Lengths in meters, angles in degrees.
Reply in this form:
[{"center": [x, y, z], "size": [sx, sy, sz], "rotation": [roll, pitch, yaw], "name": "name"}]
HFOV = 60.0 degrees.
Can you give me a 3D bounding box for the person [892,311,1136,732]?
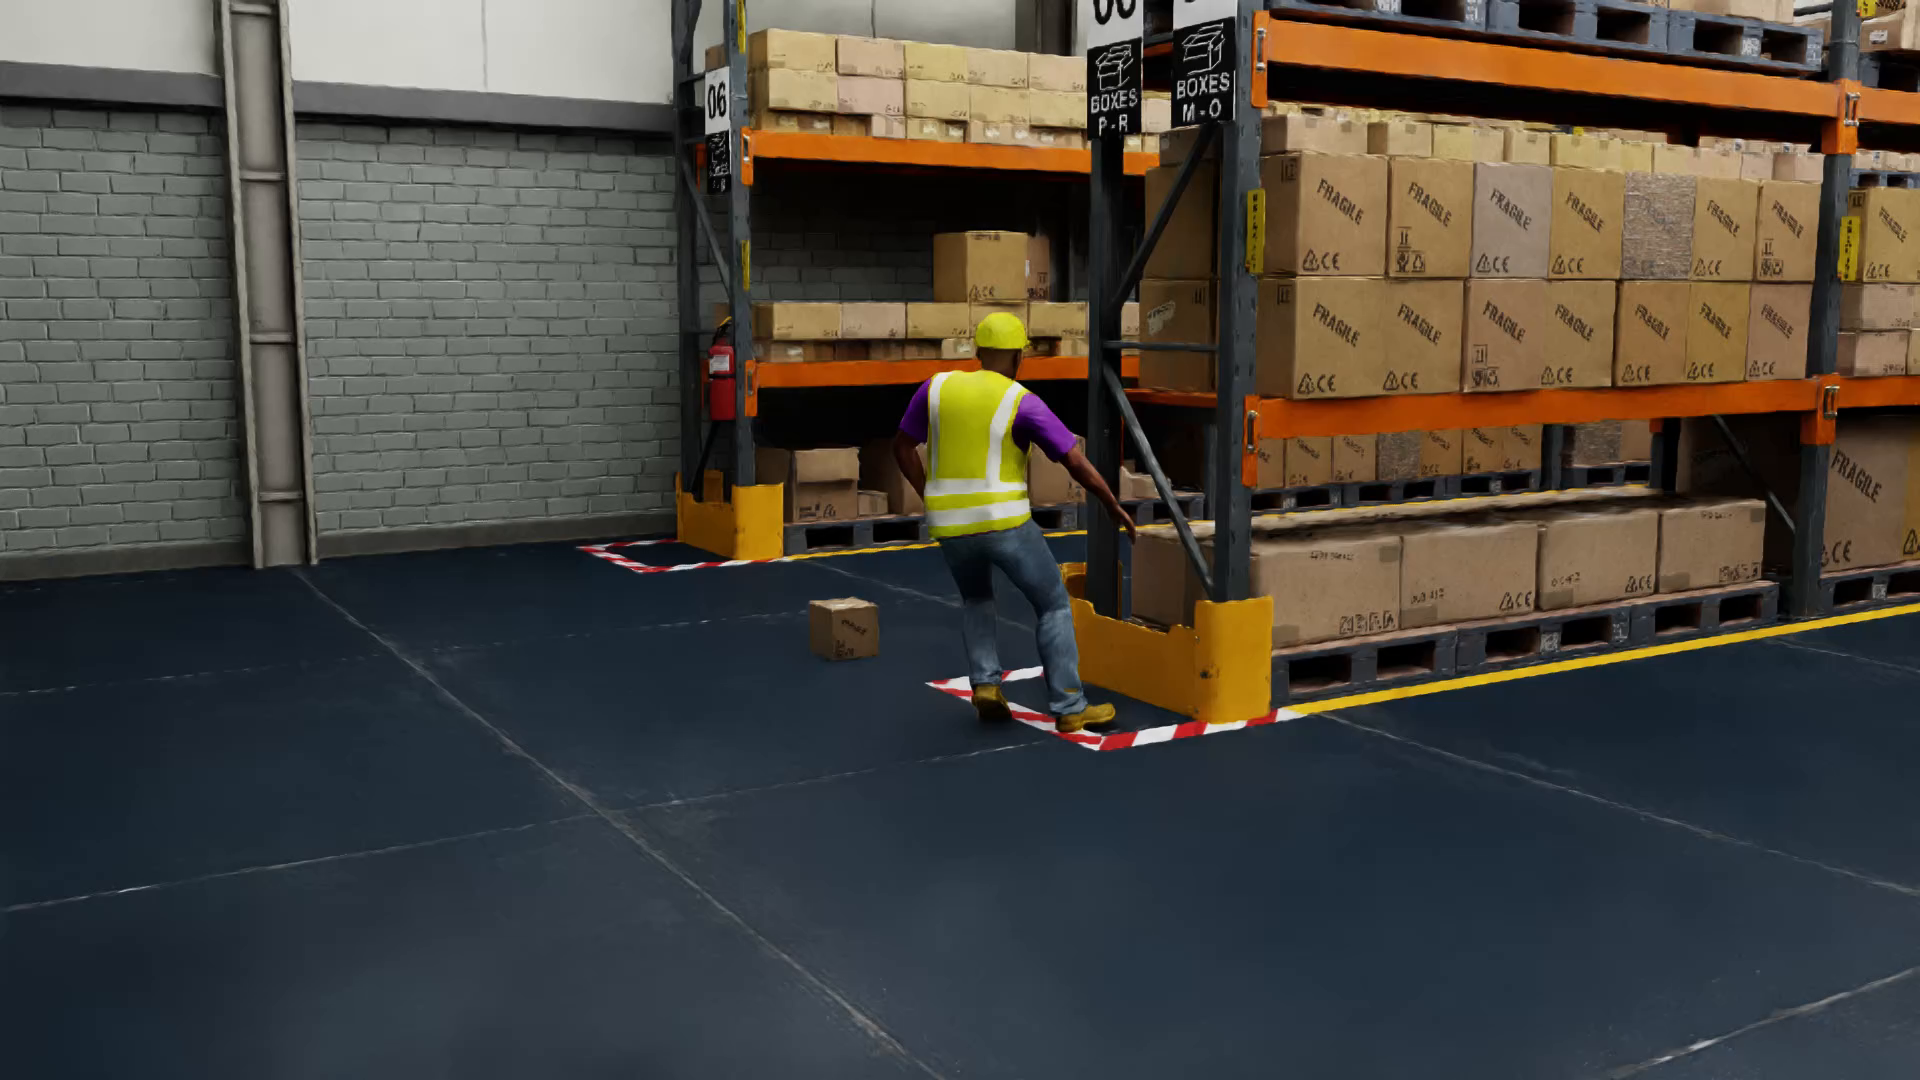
[{"center": [0.202, -0.064, 6.659], "size": [0.968, 1.687, 0.500], "rotation": [3, 9, 22], "name": "person"}]
